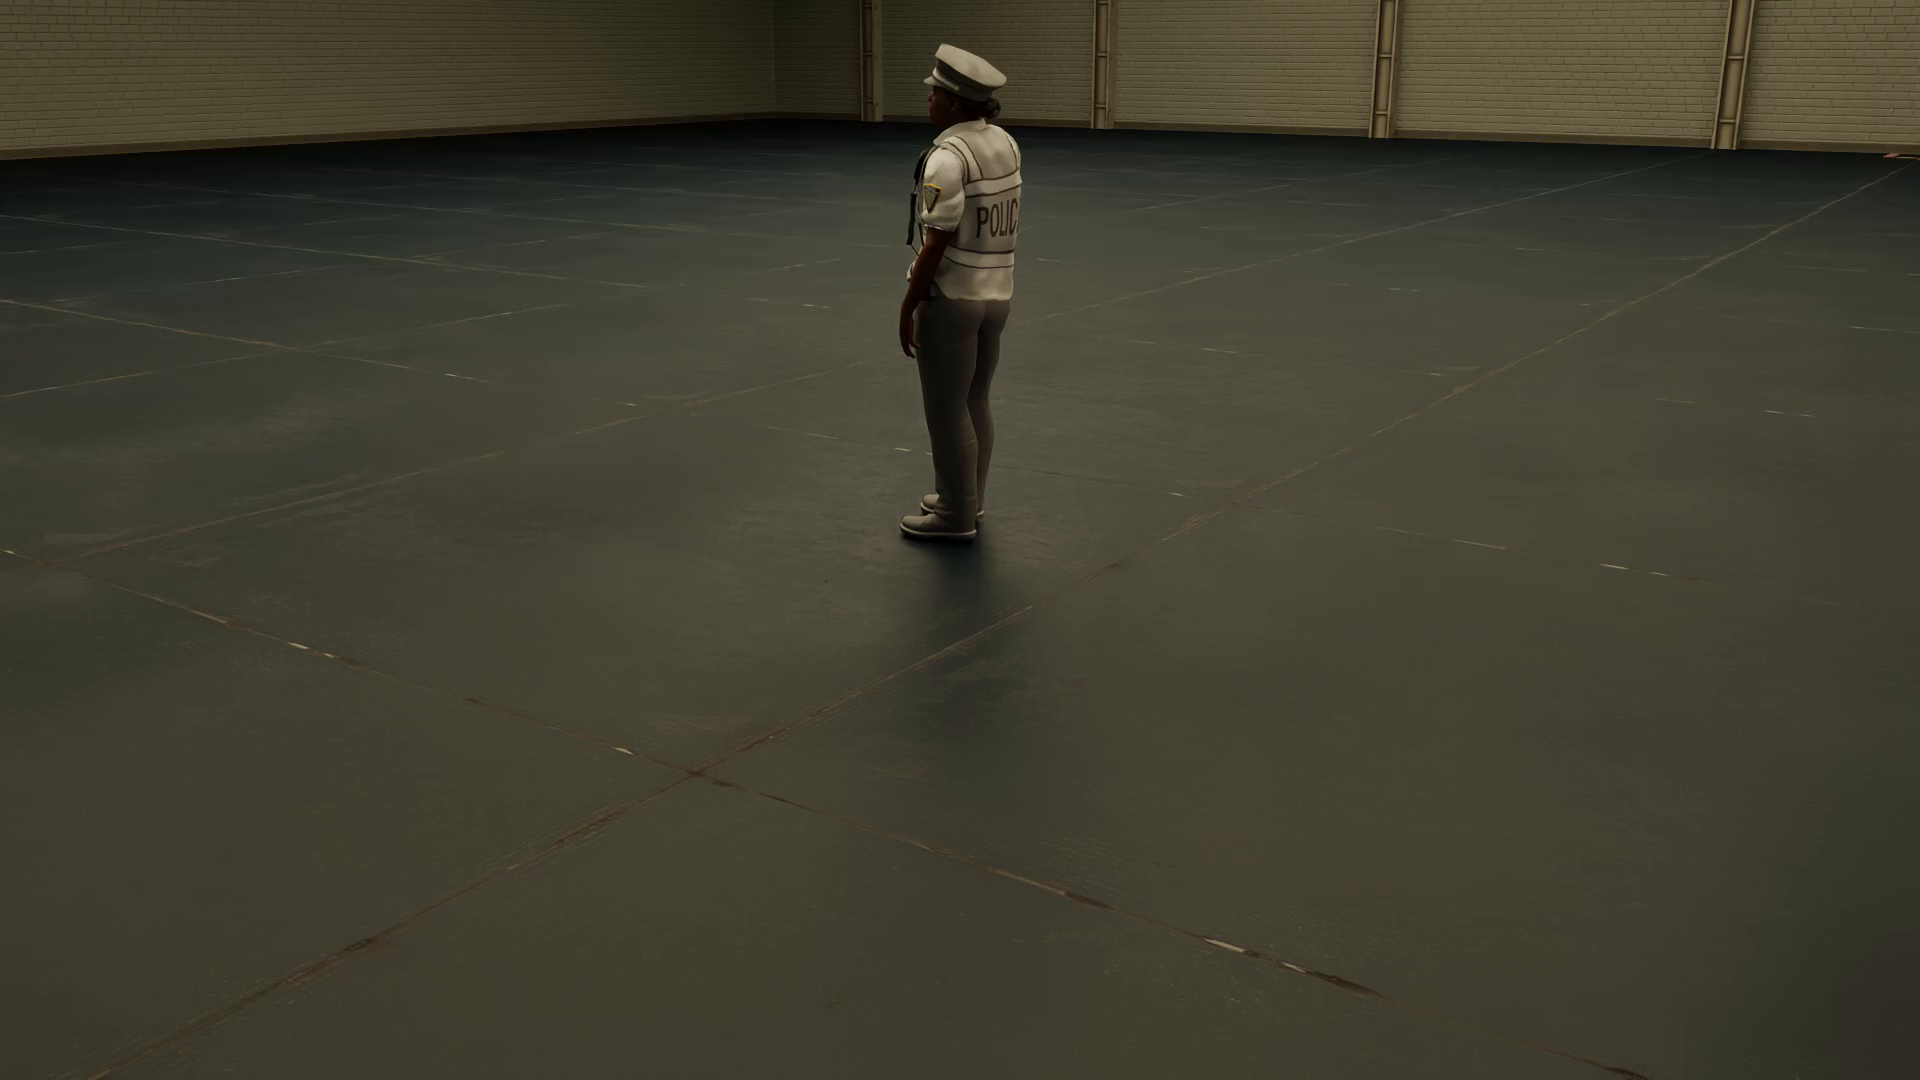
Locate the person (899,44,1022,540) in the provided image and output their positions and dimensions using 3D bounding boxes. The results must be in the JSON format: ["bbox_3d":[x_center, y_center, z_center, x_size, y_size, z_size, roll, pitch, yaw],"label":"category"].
[{"bbox_3d":[-0.050,-0.835,5.760,0.530,1.694,0.569,11,20,33],"label":"person"}]
